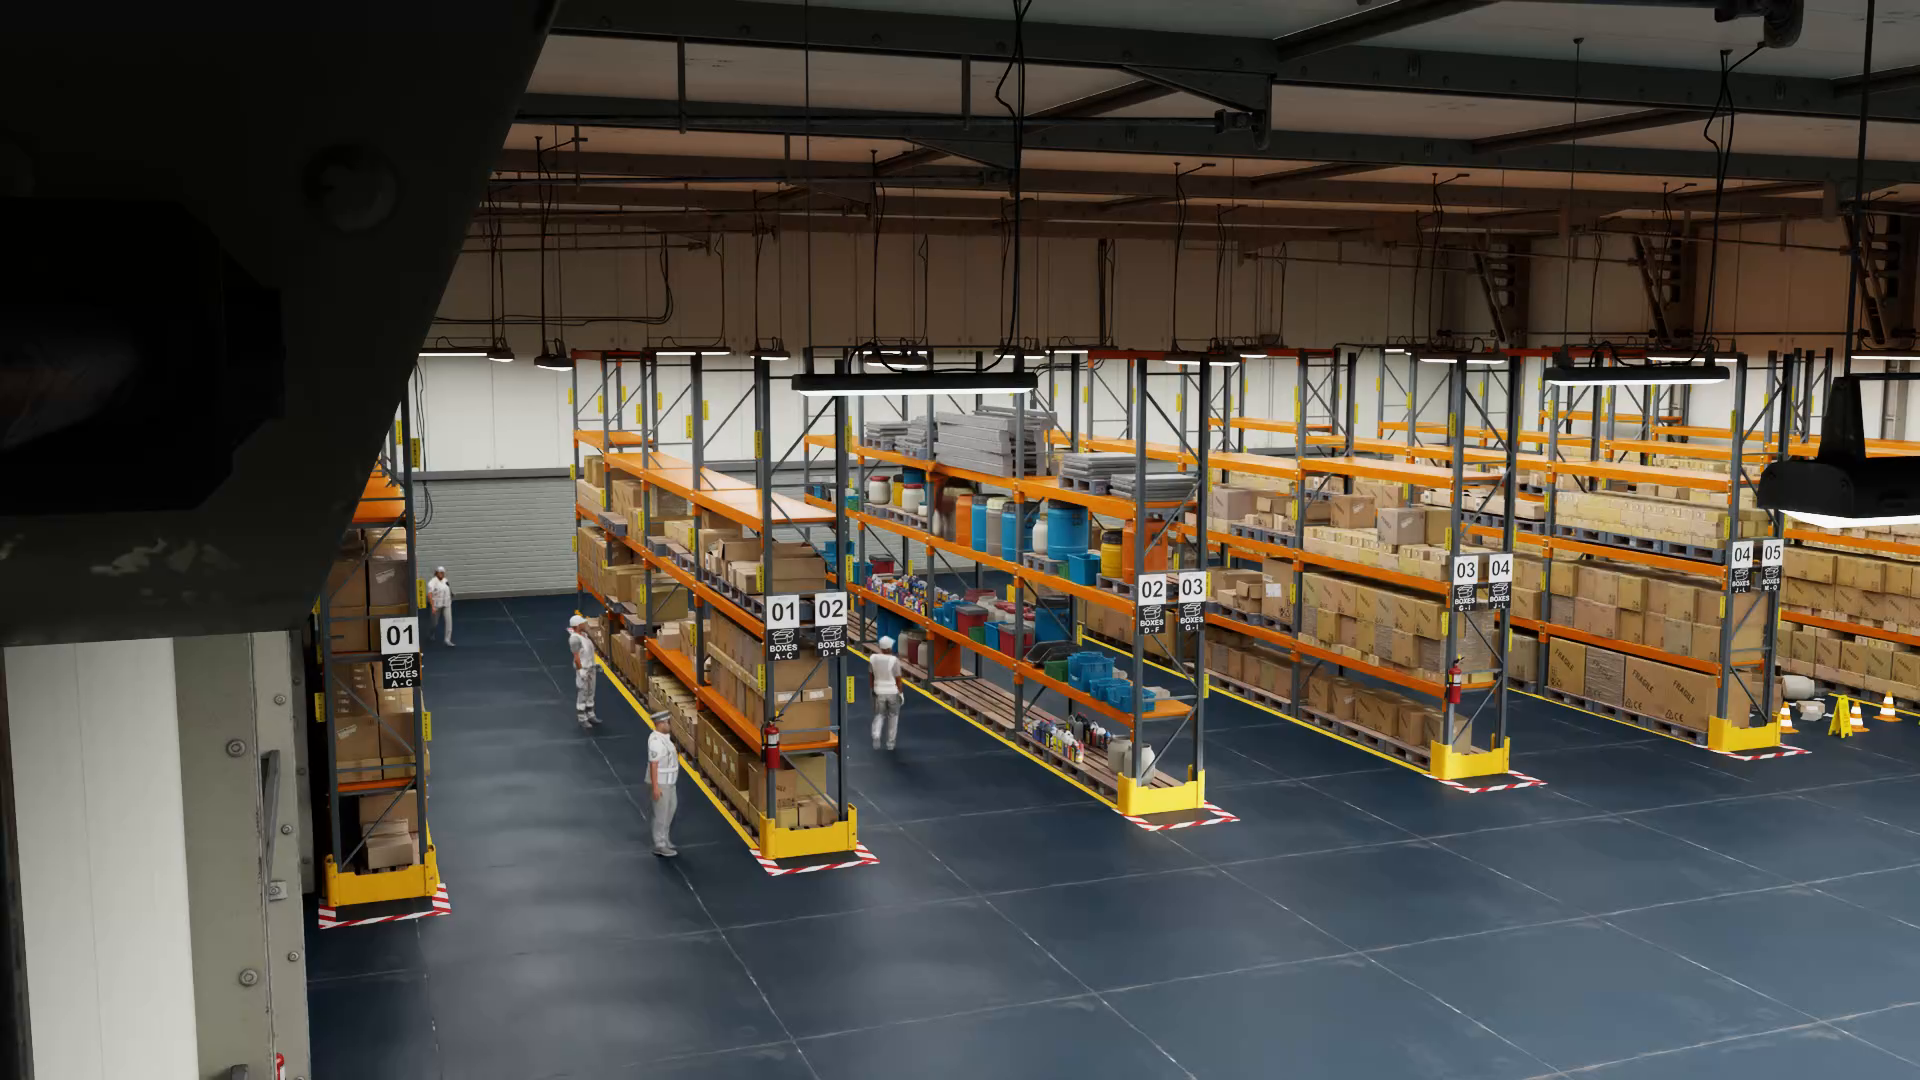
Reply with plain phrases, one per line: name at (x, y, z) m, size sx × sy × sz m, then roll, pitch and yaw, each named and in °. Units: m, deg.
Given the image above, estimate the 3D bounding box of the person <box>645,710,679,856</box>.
person at (-3.637, 2.980, 20.287) m, size 0.398 × 1.831 × 0.625 m, roll 0°, pitch 7°, yaw 0°

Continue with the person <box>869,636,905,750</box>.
person at (-1.124, 2.321, 25.142) m, size 0.565 × 1.772 × 0.669 m, roll 2°, pitch 7°, yaw 14°

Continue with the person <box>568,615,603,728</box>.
person at (-6.072, 2.108, 27.033) m, size 0.506 × 1.809 × 0.603 m, roll 2°, pitch 7°, yaw 18°

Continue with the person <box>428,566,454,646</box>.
person at (-10.554, 1.331, 33.737) m, size 0.498 × 1.616 × 0.861 m, roll -4°, pitch 8°, yaw -32°
